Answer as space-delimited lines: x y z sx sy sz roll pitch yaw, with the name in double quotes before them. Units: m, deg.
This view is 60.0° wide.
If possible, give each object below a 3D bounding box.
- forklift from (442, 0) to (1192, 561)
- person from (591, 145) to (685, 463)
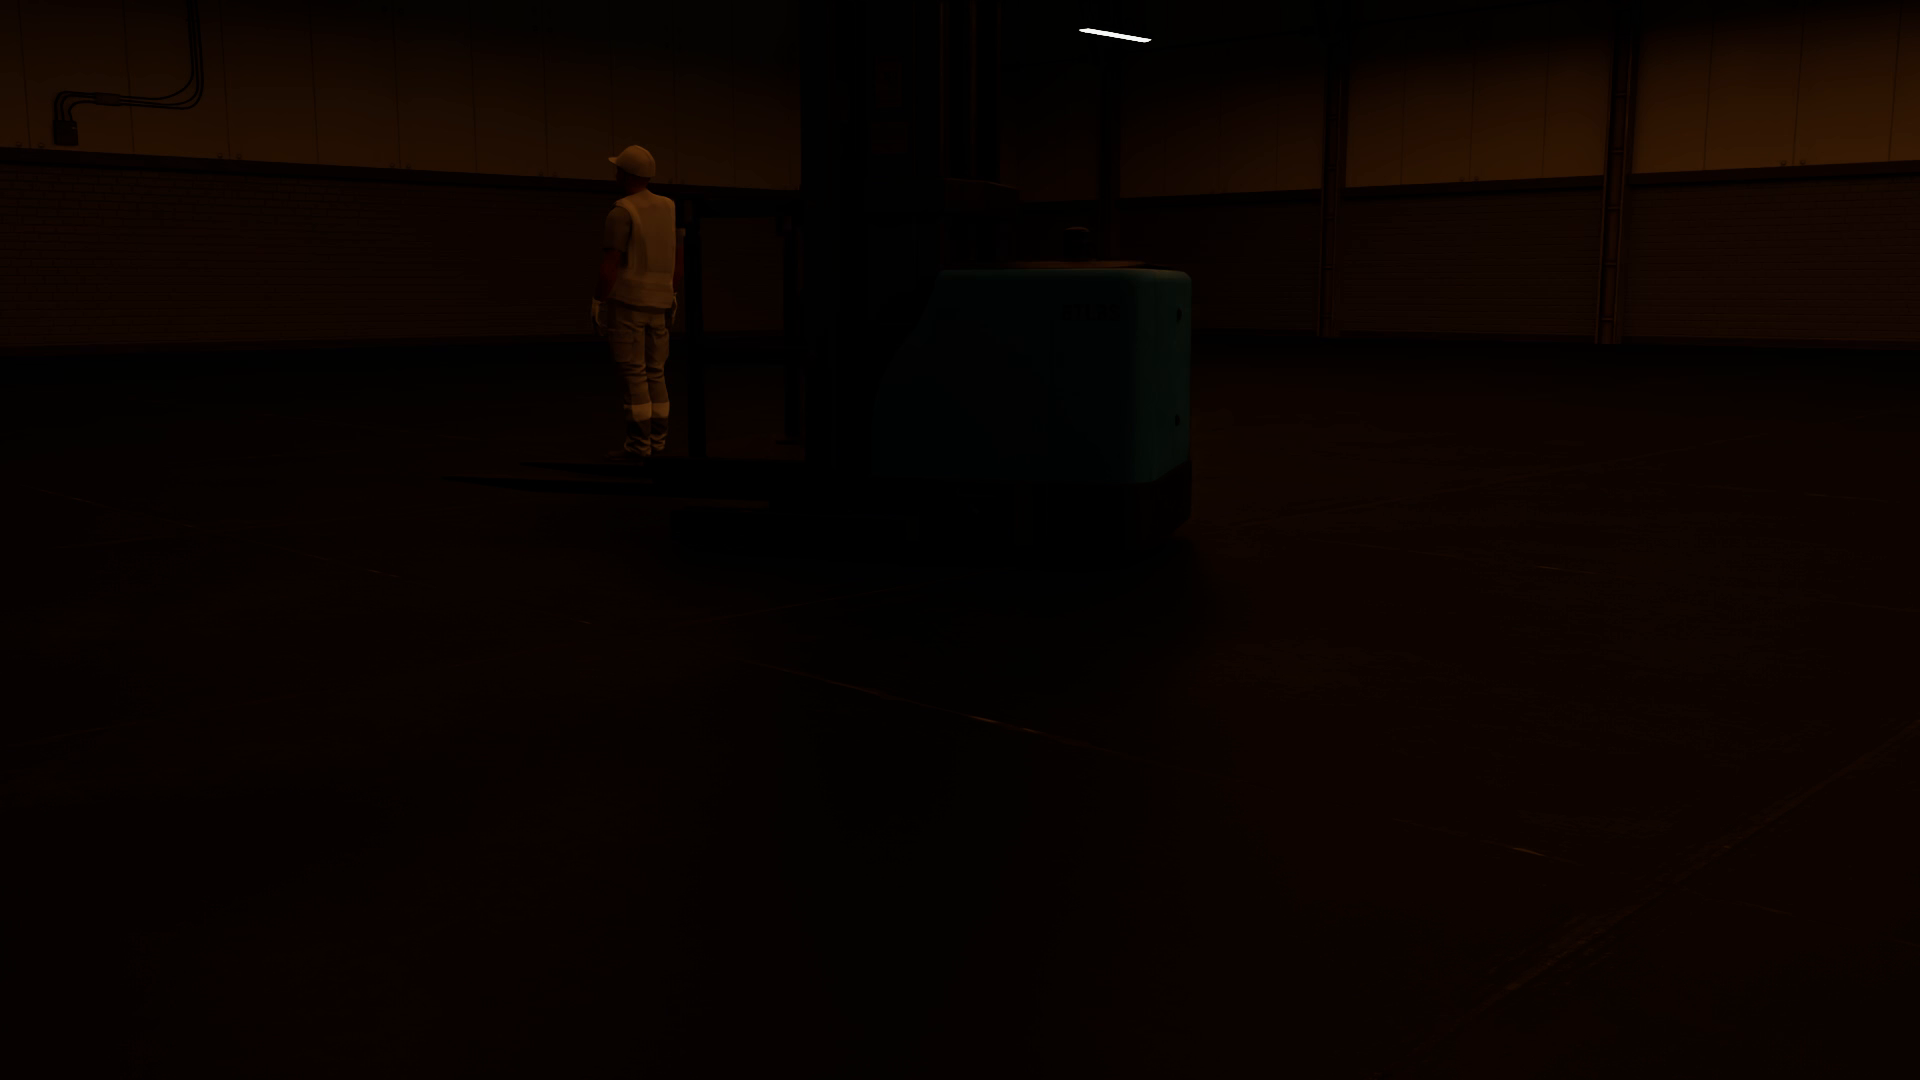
"forklift" -0.624 -1.474 6.665 3.031 2.935 1.130 2 9 16
"person" -1.891 -1.332 9.506 0.564 1.787 0.638 6 10 35
